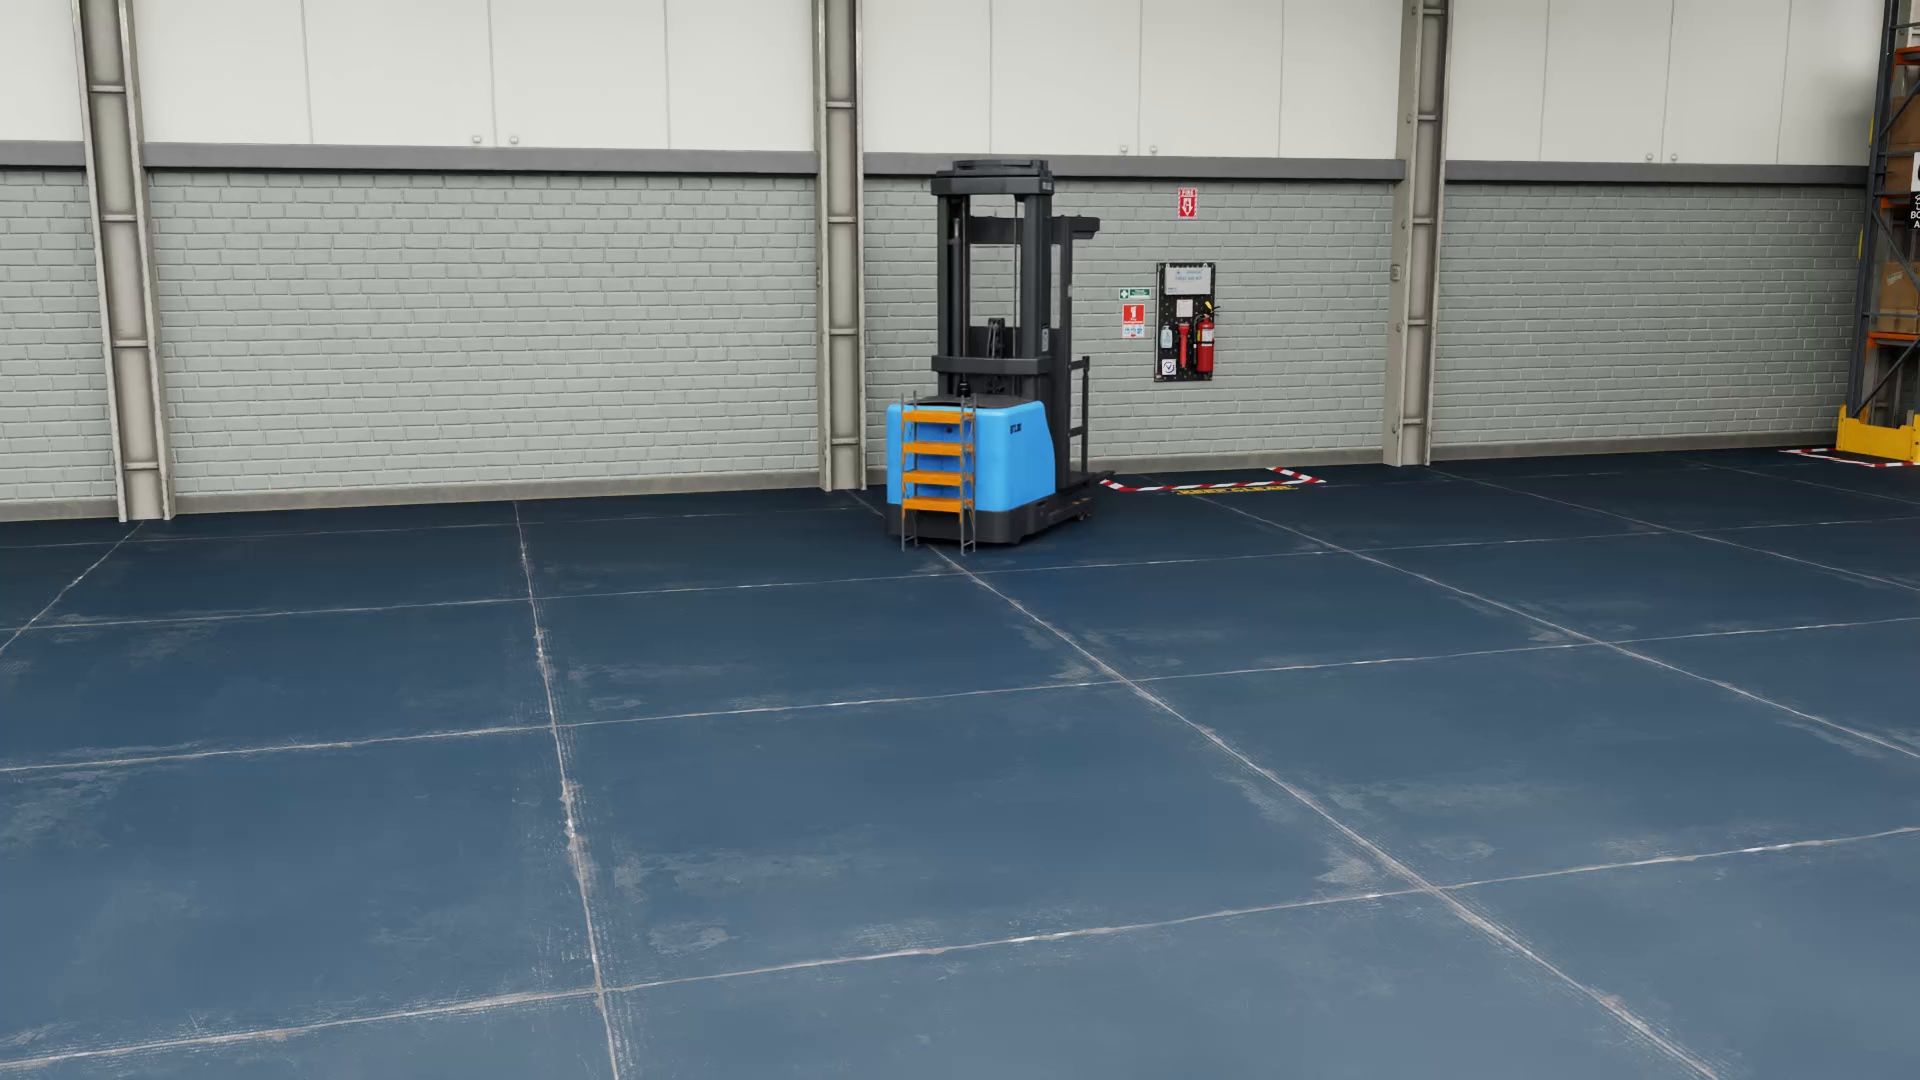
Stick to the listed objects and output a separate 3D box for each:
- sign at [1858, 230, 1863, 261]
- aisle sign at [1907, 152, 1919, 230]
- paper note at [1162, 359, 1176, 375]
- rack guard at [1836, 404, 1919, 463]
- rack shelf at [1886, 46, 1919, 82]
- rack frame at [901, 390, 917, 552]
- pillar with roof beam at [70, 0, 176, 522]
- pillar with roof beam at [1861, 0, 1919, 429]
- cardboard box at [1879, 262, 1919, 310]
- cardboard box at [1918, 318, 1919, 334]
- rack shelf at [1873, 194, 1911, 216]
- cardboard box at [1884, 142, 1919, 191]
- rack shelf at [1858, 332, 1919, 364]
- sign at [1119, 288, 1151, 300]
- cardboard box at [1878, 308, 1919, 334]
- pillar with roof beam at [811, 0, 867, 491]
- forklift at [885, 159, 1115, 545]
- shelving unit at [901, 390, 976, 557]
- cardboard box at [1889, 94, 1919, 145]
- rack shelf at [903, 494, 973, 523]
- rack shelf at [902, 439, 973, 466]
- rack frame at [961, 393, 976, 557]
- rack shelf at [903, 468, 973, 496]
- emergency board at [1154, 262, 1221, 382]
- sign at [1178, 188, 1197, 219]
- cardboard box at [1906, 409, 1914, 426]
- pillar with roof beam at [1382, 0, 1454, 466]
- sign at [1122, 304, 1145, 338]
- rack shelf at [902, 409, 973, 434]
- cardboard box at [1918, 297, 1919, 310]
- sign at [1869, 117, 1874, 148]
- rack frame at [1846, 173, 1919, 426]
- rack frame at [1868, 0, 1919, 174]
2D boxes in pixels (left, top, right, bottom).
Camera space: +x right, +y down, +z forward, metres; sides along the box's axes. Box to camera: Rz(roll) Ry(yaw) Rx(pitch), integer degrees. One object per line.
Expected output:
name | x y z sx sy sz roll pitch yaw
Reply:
sign | 9.848 -3.211 18.133 0.005 0.325 0.100 -3 11 -16
aisle sign | 9.999 -3.611 17.198 0.004 0.787 0.394 -3 11 -16
paper note | 2.081 -1.722 16.549 0.142 0.148 0.016 -3 11 -16
rack guard | 10.057 -1.163 17.984 0.348 0.500 1.175 -3 11 -16
rack shelf | 11.905 -5.085 17.808 4.000 0.370 1.077 -3 11 -16
rack frame | -0.384 -0.519 12.554 0.015 1.200 0.240 5 11 24
pillar with roof beam | -5.665 -3.866 9.189 0.400 9.000 9.100 -3 11 -16
pillar with roof beam | 11.618 -4.776 14.137 0.400 9.000 9.100 -3 11 -16
cardboard box | 10.377 -2.754 18.011 0.500 0.500 0.500 -3 11 -17
cardboard box | 10.542 -2.294 17.583 0.500 0.250 0.500 -3 11 -18
rack shelf | 11.905 -3.611 18.080 4.000 0.370 1.077 -3 11 -16
cardboard box | 10.314 -3.988 17.808 0.500 0.500 0.500 -2 11 -12
rack shelf | 11.905 -2.136 18.351 4.000 0.370 1.077 -3 11 -16
sign | 1.717 -2.419 16.340 0.331 0.109 0.001 -3 11 -16
cardboard box | 10.379 -2.382 18.060 0.500 0.250 0.500 -3 11 -15
pillar with roof beam | 0.096 -4.169 10.839 0.400 9.000 9.100 -3 11 -16
forklift | 0.490 -1.629 13.801 1.130 2.935 3.031 5 11 24
shelving unit | -0.161 -0.502 12.457 0.503 1.200 0.258 5 11 24
cardboard box | 10.325 -4.482 17.729 0.500 0.500 0.500 -3 11 -13
rack shelf | -0.161 -0.240 12.505 0.480 0.148 0.258 5 11 24
rack shelf | -0.161 -0.655 12.428 0.480 0.148 0.258 5 11 24
rack frame | 0.062 -0.484 12.359 0.015 1.200 0.240 5 11 24
rack shelf | -0.161 -0.435 12.469 0.480 0.148 0.258 5 11 24
emergency board | 2.270 -2.152 16.453 0.643 1.169 0.194 -3 11 -16
sign | 2.235 -3.309 16.335 0.199 0.298 0.001 -3 11 -16
cardboard box | 10.674 -1.302 18.045 0.500 0.311 0.500 -4 11 -22
pillar with roof beam | 5.857 -4.473 12.488 0.400 9.000 9.100 -3 11 -16
sign | 1.711 -2.160 16.395 0.234 0.329 0.001 -3 11 -16
rack shelf | -0.161 -0.888 12.386 0.480 0.148 0.258 5 11 24
cardboard box | 10.527 -2.665 17.528 0.500 0.500 0.500 -3 11 -16
sign | 9.848 -4.397 17.914 0.005 0.325 0.100 -3 11 -16
rack frame | 9.984 -2.389 17.736 0.127 3.000 1.000 -3 11 -16
rack frame | 9.984 -5.339 17.193 0.127 3.000 1.000 -3 11 -16
